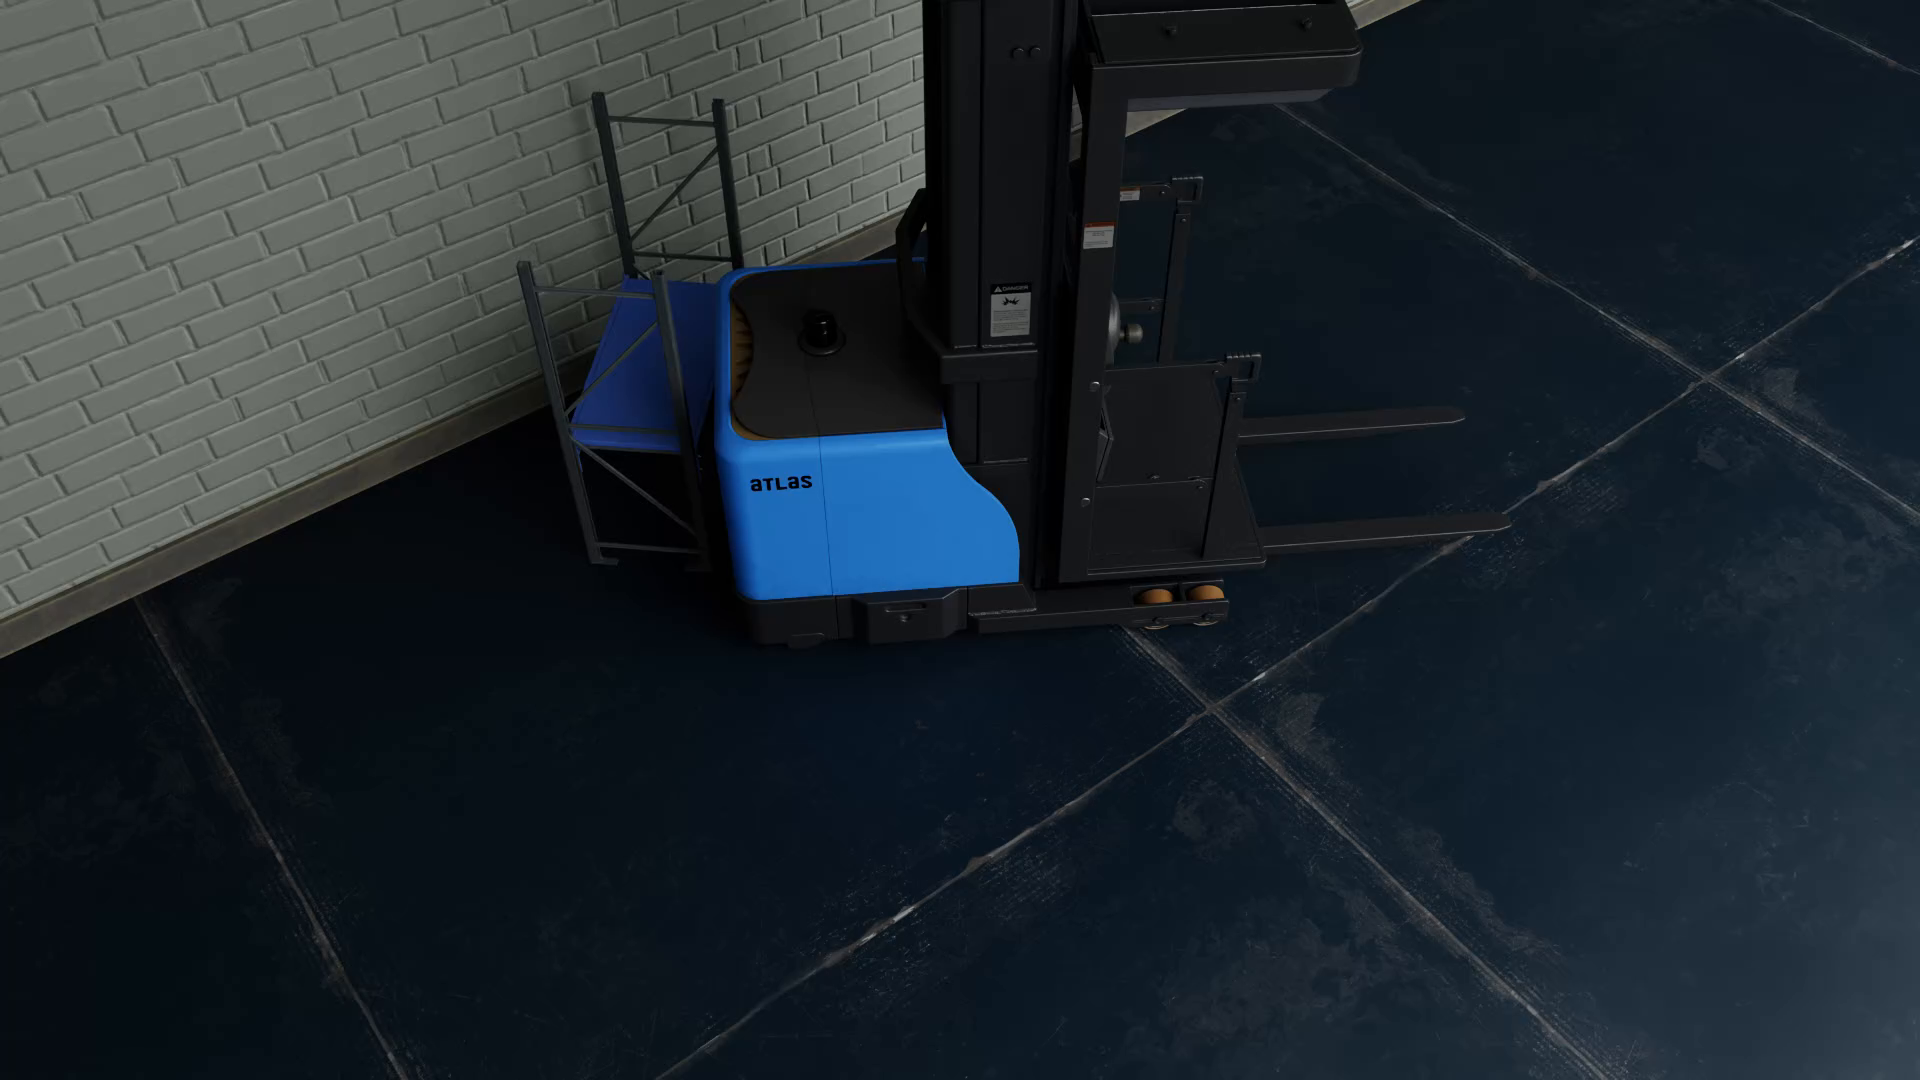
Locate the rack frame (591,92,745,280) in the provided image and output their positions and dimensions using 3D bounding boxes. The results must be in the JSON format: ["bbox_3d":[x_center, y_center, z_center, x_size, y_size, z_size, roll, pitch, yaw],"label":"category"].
[{"bbox_3d":[-1.132,-1.153,6.781,0.500,1.500,0.032,4,48,4],"label":"rack frame"}]

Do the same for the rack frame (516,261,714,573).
[{"bbox_3d":[-1.232,-0.403,6.102,0.500,1.500,0.032,4,48,4],"label":"rack frame"}]

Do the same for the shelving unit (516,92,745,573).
[{"bbox_3d":[-1.182,-0.778,6.442,0.538,1.500,1.048,4,48,4],"label":"shelving unit"}]

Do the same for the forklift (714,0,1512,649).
[{"bbox_3d":[0.620,-1.028,5.703,3.031,2.935,1.130,-4,48,-4],"label":"forklift"}]

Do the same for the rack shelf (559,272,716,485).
[{"bbox_3d":[-1.182,-0.657,6.575,0.538,0.185,1.000,4,48,4],"label":"rack shelf"}]
